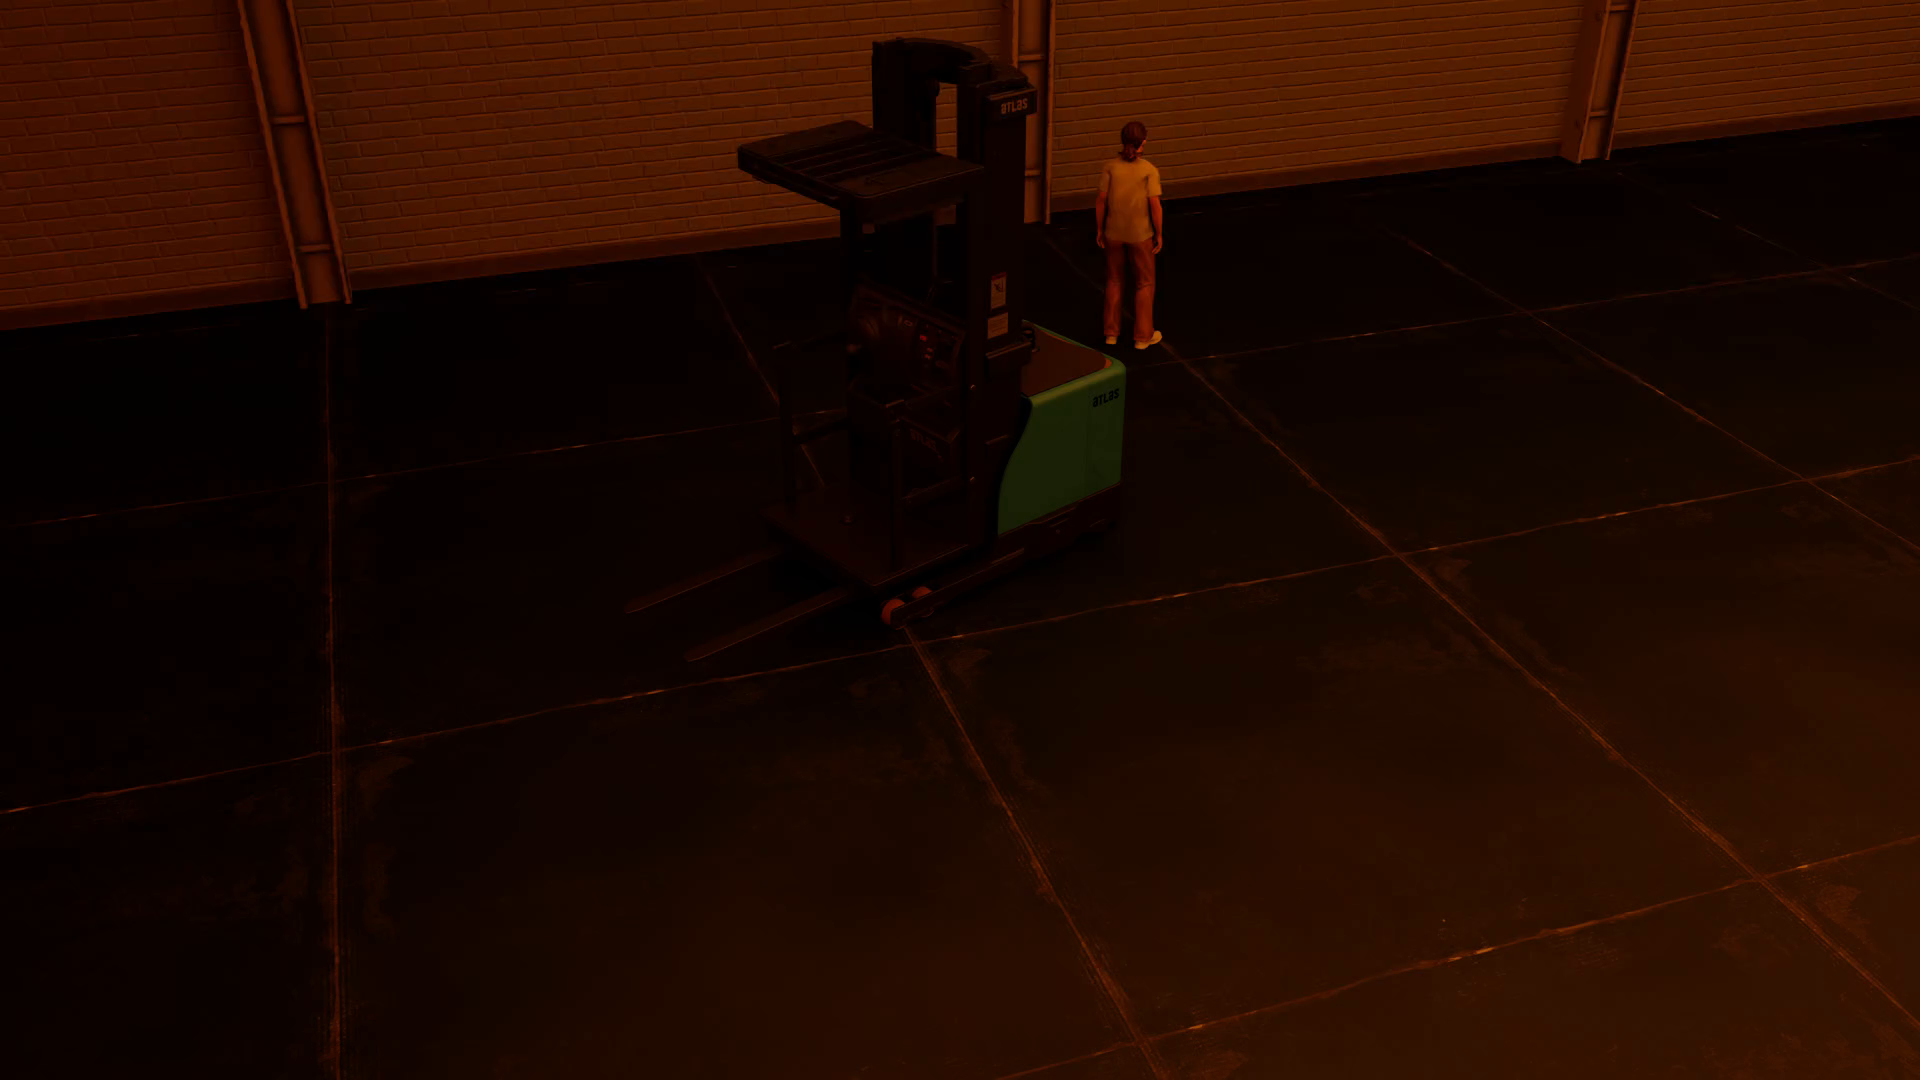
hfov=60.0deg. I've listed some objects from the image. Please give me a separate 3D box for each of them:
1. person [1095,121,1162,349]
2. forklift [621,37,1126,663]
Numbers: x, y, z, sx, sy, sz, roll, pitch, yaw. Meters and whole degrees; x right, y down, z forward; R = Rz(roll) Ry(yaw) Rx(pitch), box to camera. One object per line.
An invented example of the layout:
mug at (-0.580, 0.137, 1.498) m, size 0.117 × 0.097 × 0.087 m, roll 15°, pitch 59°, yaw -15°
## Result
person at (1.253, -2.236, 12.238) m, size 0.514 × 1.671 × 0.365 m, roll 11°, pitch 32°, yaw 18°
forklift at (-0.461, -1.072, 8.951) m, size 3.031 × 2.935 × 1.130 m, roll -23°, pitch 37°, yaw -34°
